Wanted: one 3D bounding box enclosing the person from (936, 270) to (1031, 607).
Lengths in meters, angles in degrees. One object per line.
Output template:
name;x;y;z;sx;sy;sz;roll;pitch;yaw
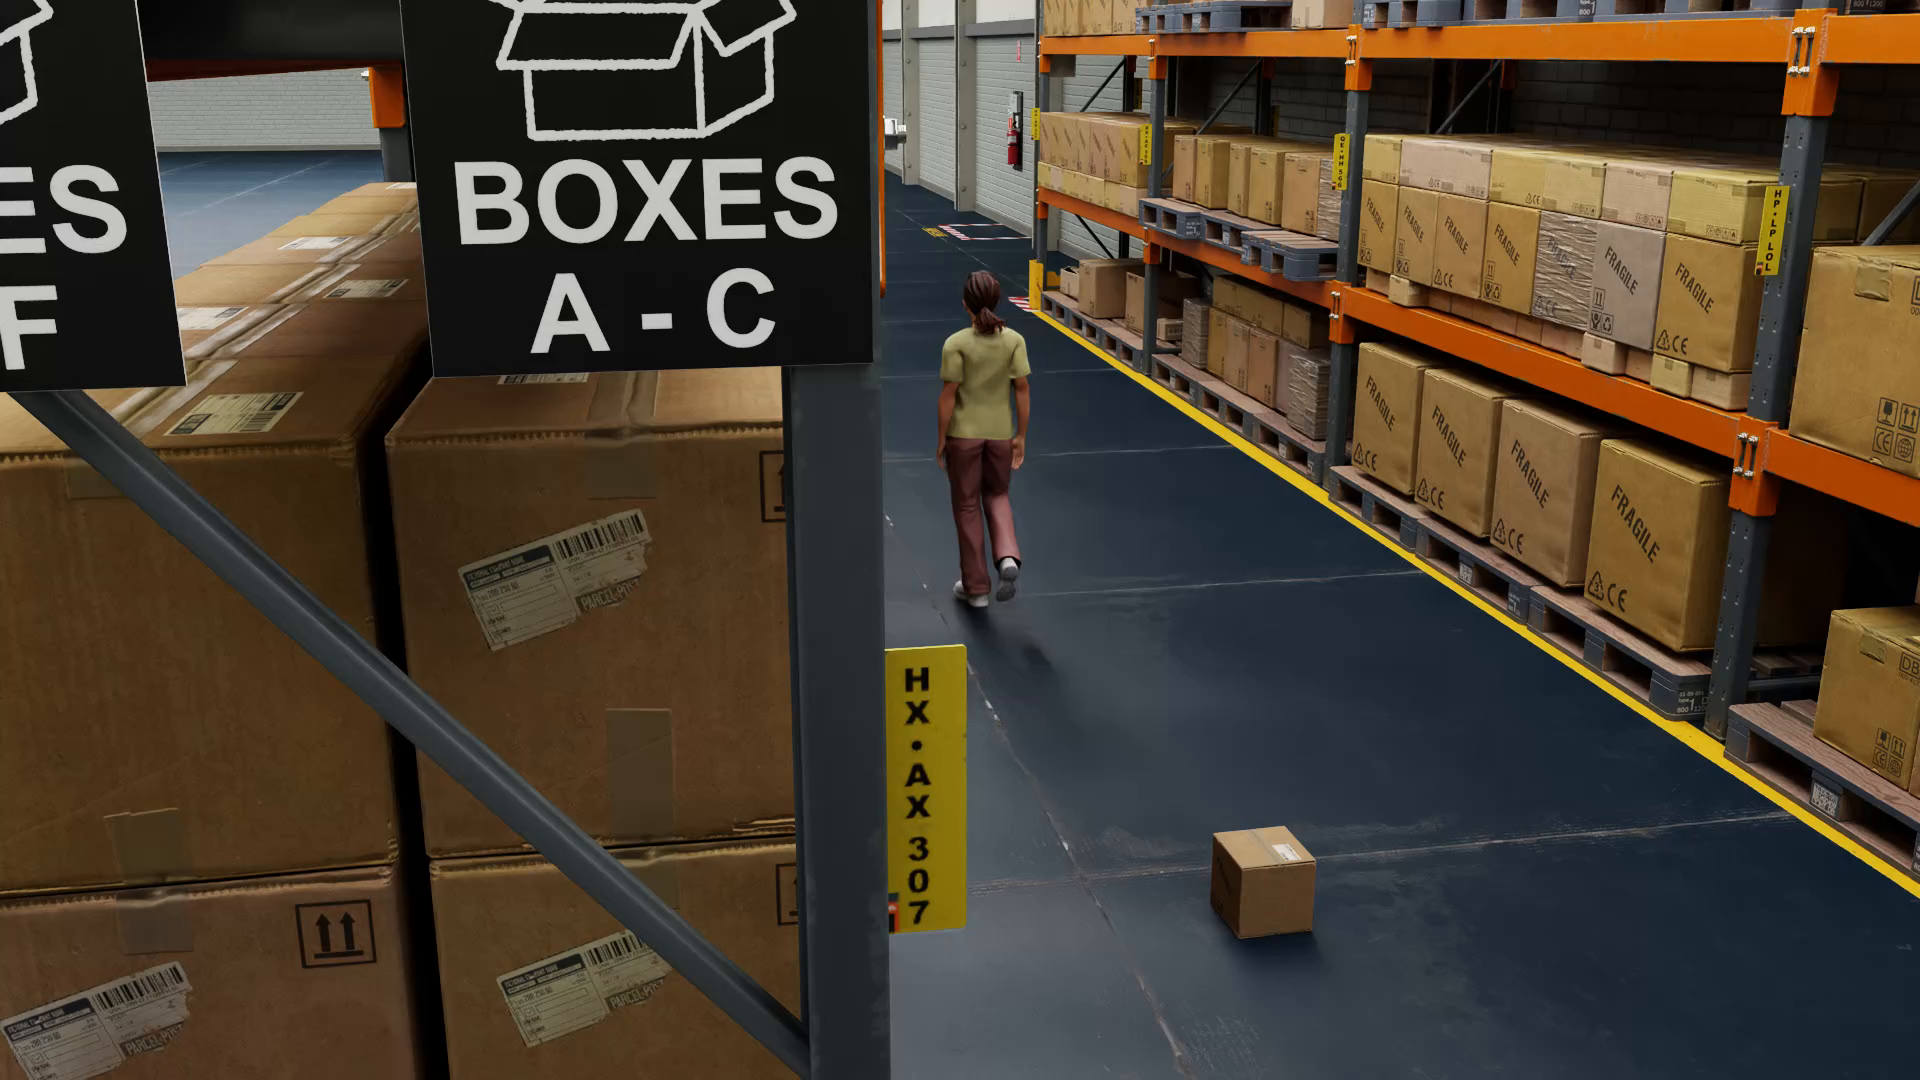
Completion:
person;0.103;-0.470;8.087;0.445;1.644;0.484;-5;17;-18
